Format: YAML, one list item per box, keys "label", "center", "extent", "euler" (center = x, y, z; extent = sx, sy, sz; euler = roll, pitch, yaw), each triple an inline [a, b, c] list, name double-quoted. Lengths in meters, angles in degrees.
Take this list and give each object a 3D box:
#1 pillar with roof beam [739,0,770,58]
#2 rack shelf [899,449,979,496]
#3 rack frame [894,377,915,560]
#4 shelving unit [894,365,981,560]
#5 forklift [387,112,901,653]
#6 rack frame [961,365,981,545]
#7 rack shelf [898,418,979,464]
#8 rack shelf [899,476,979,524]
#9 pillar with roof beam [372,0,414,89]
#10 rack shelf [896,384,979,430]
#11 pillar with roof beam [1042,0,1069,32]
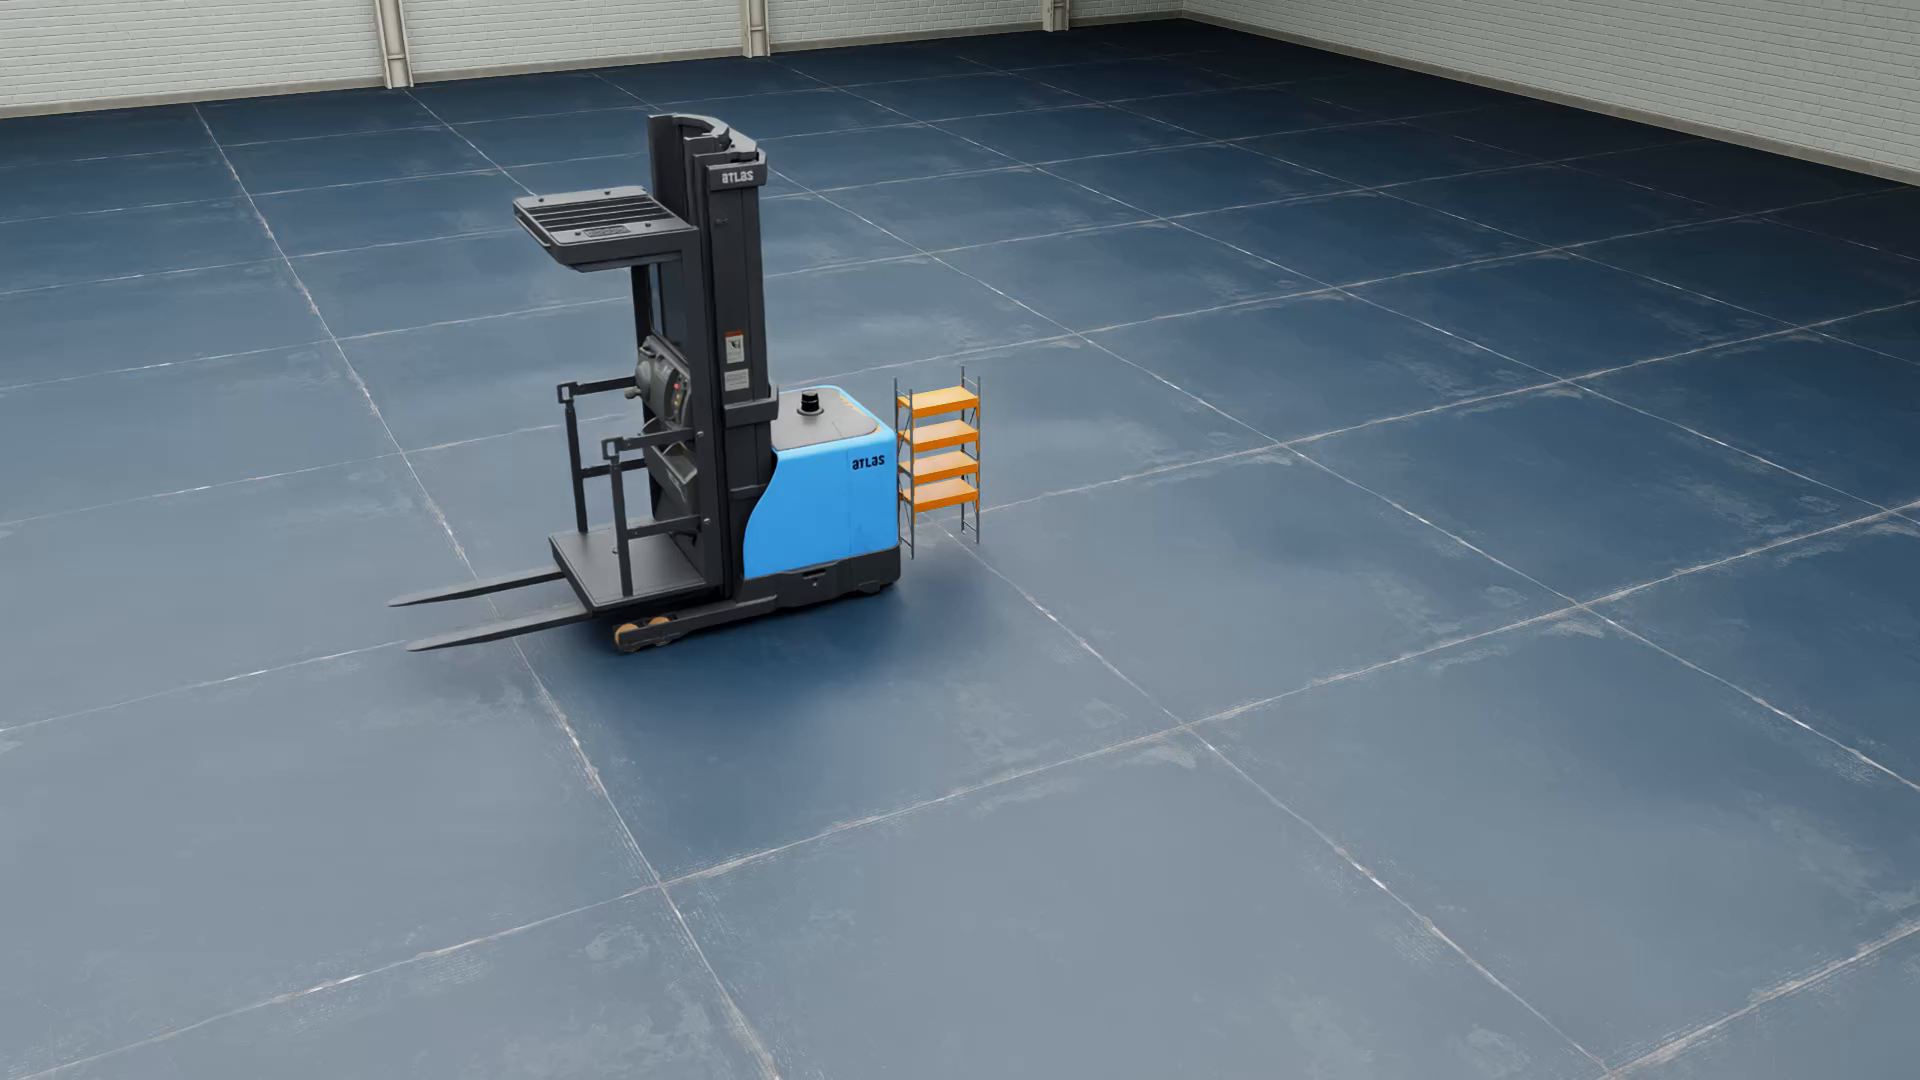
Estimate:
- label: "pillar with roof beam"
  center: [-1.479, -10.757, 23.258]
  extent: [0.400, 9.000, 9.100]
  euler: [-13, 29, -25]
- label: "rack shelf"
  center: [-0.146, -0.447, 10.949]
  extent: [0.480, 0.148, 0.258]
  euler: [-13, 29, -25]
- label: "rack frame"
  center: [-0.361, -0.457, 10.817]
  extent: [0.015, 1.200, 0.240]
  euler: [-13, 29, -25]
- label: "shelving unit"
  center: [-0.146, -0.507, 10.920]
  extent: [0.503, 1.200, 0.258]
  euler: [-13, 29, -25]
- label: "forklift"
  center: [-1.931, -0.915, 9.769]
  extent: [3.031, 2.935, 1.130]
  euler: [-12, 28, -24]
- label: "rack frame"
  center: [0.069, -0.557, 11.024]
  extent: [0.015, 1.200, 0.240]
  euler: [-13, 29, -25]
- label: "rack shelf"
  center: [-0.146, -0.648, 10.852]
  extent: [0.480, 0.148, 0.258]
  euler: [-13, 29, -25]
- label: "rack shelf"
  center: [-0.146, -0.268, 11.035]
  extent: [0.480, 0.148, 0.258]
  euler: [-13, 29, -25]
- label: "pillar with roof beam"
  center: [-6.773, -9.535, 20.712]
  extent: [0.400, 9.000, 9.100]
  euler: [-13, 29, -25]
- label: "rack shelf"
  center: [-0.146, -0.861, 10.750]
  extent: [0.480, 0.148, 0.258]
  euler: [-13, 29, -25]
- label: "pillar with roof beam"
  center: [3.815, -11.979, 25.803]
  extent: [0.400, 9.000, 9.100]
  euler: [-13, 29, -25]
